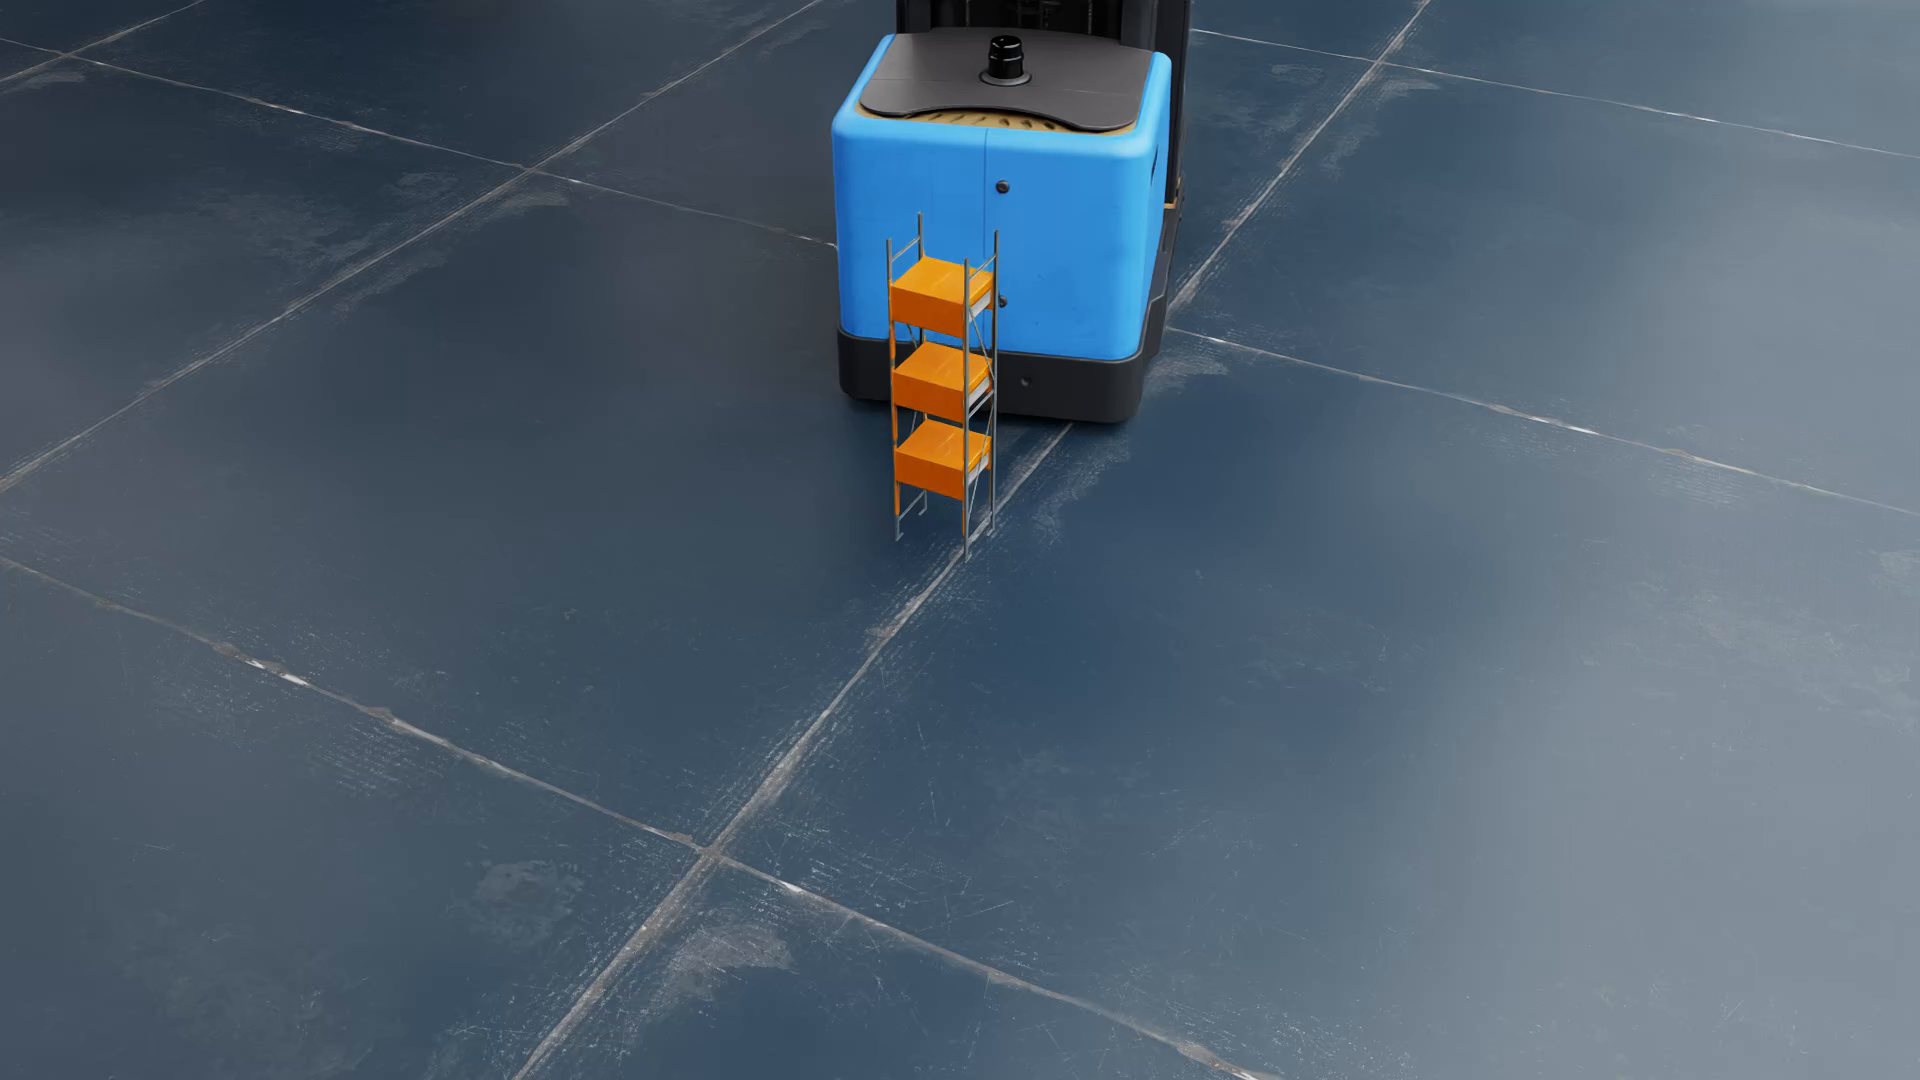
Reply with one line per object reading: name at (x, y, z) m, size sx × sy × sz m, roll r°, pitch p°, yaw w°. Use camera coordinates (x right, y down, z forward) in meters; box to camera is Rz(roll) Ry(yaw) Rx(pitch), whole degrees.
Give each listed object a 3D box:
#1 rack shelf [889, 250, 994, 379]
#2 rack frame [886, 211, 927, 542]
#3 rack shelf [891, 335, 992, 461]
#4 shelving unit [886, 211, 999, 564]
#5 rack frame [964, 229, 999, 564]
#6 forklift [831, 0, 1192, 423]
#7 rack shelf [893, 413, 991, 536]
rack shelf at (-0.048, -0.651, 4.787) m, size 0.240 × 0.259 × 0.215 m, roll 17°, pitch 41°, yaw 21°
rack frame at (-0.156, -0.467, 4.997) m, size 0.008 × 1.050 × 0.200 m, roll 17°, pitch 41°, yaw 21°
rack shelf at (-0.048, -0.425, 4.959) m, size 0.240 × 0.259 × 0.215 m, roll 17°, pitch 41°, yaw 21°
shelving unit at (-0.048, -0.433, 4.952) m, size 0.252 × 1.050 × 0.215 m, roll 17°, pitch 41°, yaw 21°
rack frame at (0.061, -0.399, 4.907) m, size 0.008 × 1.050 × 0.200 m, roll 17°, pitch 41°, yaw 21°
forklift at (0.350, -2.453, 6.058) m, size 1.130 × 2.935 × 3.031 m, roll 6°, pitch 38°, yaw 8°
rack shelf at (-0.048, -0.203, 5.127) m, size 0.240 × 0.259 × 0.215 m, roll 17°, pitch 41°, yaw 21°
